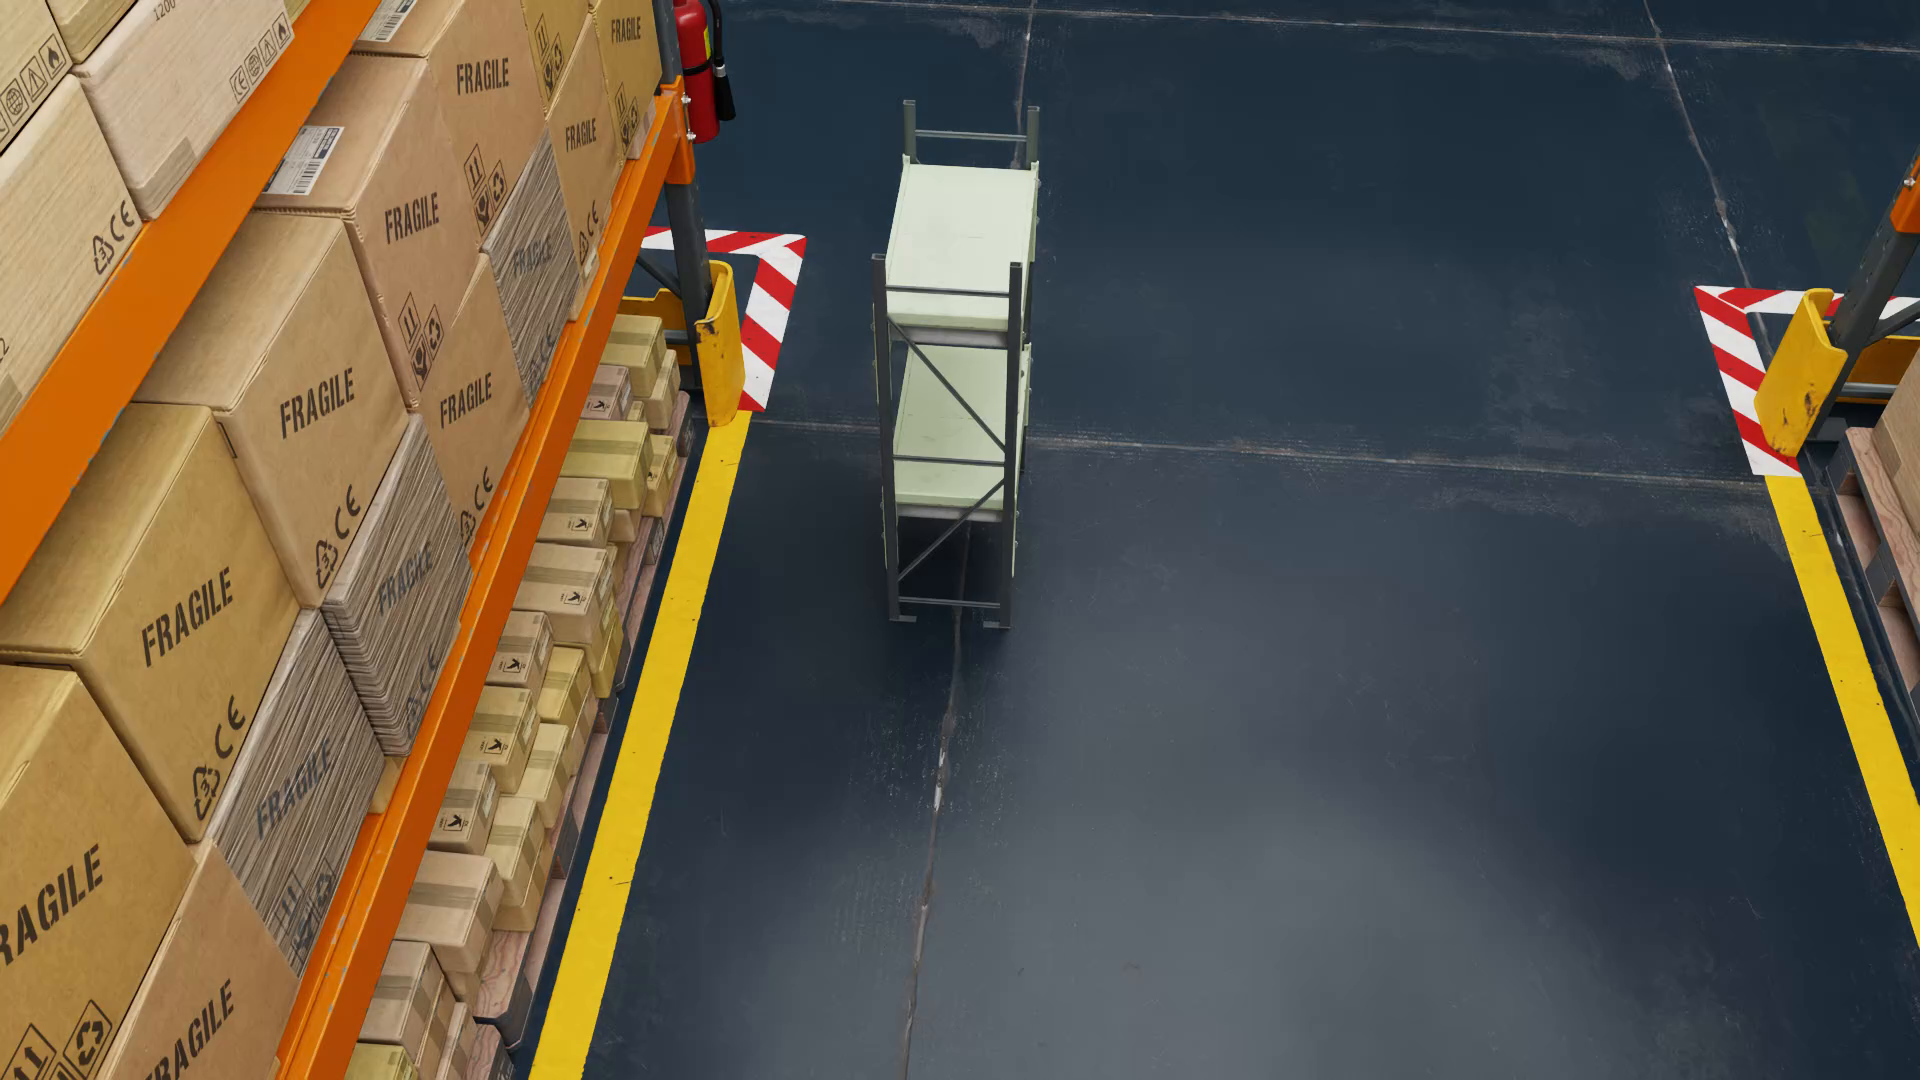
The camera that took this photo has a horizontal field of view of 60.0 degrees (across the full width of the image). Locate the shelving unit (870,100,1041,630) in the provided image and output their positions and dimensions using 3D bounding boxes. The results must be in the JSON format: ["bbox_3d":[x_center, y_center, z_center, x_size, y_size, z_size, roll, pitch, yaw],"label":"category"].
[{"bbox_3d":[-0.001,-0.501,5.192,0.431,1.500,0.755,4,48,4],"label":"shelving unit"}]

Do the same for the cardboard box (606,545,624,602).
[{"bbox_3d":[-1.282,0.142,5.235,0.380,0.149,0.250,4,48,4],"label":"cardboard box"}]

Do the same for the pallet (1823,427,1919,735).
[{"bbox_3d":[3.543,0.147,5.473,1.003,0.211,1.213,4,48,4],"label":"pallet"}]

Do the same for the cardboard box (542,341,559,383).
[{"bbox_3d":[-1.270,-0.556,4.396,0.380,0.149,0.250,2,48,2],"label":"cardboard box"}]

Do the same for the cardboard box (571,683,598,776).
[{"bbox_3d":[-1.288,0.533,4.877,0.380,0.149,0.250,5,48,4],"label":"cardboard box"}]

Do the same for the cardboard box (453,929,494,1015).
[{"bbox_3d":[-1.453,1.096,4.362,0.380,0.149,0.250,2,48,2],"label":"cardboard box"}]

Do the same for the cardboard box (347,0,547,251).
[{"bbox_3d":[-1.279,-1.009,3.693,0.500,0.500,0.500,6,48,5],"label":"cardboard box"}]

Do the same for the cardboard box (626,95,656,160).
[{"bbox_3d":[-1.148,-1.302,5.079,0.380,0.149,0.250,4,48,4],"label":"cardboard box"}]

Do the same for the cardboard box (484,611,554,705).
[{"bbox_3d":[-1.363,0.333,4.657,0.380,0.149,0.250,2,48,2],"label":"cardboard box"}]

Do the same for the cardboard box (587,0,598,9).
[{"bbox_3d":[-1.194,-1.764,4.384,0.500,0.500,0.500,3,48,3],"label":"cardboard box"}]

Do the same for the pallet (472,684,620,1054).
[{"bbox_3d":[-1.630,0.840,4.839,1.003,0.211,1.213,4,48,4],"label":"pallet"}]

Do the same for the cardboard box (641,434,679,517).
[{"bbox_3d":[-1.163,-0.229,5.574,0.380,0.149,0.250,5,48,5],"label":"cardboard box"}]

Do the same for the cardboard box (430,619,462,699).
[{"bbox_3d":[-1.341,0.221,3.685,0.380,0.149,0.250,6,48,5],"label":"cardboard box"}]

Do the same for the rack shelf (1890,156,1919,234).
[{"bbox_3d":[3.356,0.325,3.907,1.077,0.370,4.000,4,48,4],"label":"rack shelf"}]

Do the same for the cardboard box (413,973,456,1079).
[{"bbox_3d":[-1.466,1.197,4.068,0.380,0.149,0.250,2,48,2],"label":"cardboard box"}]

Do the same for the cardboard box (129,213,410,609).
[{"bbox_3d":[-1.372,-0.243,2.993,0.500,0.500,0.500,5,48,4],"label":"cardboard box"}]

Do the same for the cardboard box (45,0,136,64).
[{"bbox_3d":[-1.372,-0.909,2.279,0.500,0.250,0.500,5,48,4],"label":"cardboard box"}]

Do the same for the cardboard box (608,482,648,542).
[{"bbox_3d":[-1.210,-0.137,5.288,0.380,0.149,0.250,2,48,2],"label":"cardboard box"}]

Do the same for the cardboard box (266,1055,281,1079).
[{"bbox_3d":[-1.464,0.997,2.975,0.380,0.149,0.250,5,48,5],"label":"cardboard box"}]

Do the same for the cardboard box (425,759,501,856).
[{"bbox_3d":[-1.421,0.706,4.316,0.380,0.149,0.250,2,48,2],"label":"cardboard box"}]

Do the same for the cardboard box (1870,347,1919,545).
[{"bbox_3d":[3.578,-0.172,5.327,0.875,0.438,0.875,2,48,2],"label":"cardboard box"}]

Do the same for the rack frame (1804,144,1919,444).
[{"bbox_3d":[3.538,-1.387,4.986,1.000,3.000,0.127,4,48,4],"label":"rack frame"}]

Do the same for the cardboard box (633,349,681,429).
[{"bbox_3d":[-1.164,-0.519,5.637,0.380,0.149,0.250,3,48,2],"label":"cardboard box"}]

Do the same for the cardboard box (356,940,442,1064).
[{"bbox_3d":[-1.468,1.093,3.962,0.380,0.149,0.250,3,48,3],"label":"cardboard box"}]

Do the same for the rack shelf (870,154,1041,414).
[{"bbox_3d":[-0.001,-0.765,4.904,0.431,0.370,0.720,4,48,4],"label":"rack shelf"}]

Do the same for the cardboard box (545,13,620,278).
[{"bbox_3d":[-1.237,-1.054,4.412,0.500,0.500,0.500,3,48,3],"label":"cardboard box"}]

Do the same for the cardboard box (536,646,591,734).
[{"bbox_3d":[-1.286,0.432,4.768,0.380,0.149,0.250,6,48,5],"label":"cardboard box"}]

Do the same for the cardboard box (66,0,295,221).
[{"bbox_3d":[-1.356,-0.741,2.464,0.500,0.250,0.500,6,48,5],"label":"cardboard box"}]

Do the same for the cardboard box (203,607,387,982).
[{"bbox_3d":[-1.431,0.448,3.038,0.500,0.500,0.500,4,48,4],"label":"cardboard box"}]

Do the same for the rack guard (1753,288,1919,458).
[{"bbox_3d":[3.541,-0.561,5.924,1.175,0.500,0.348,4,48,4],"label":"rack guard"}]

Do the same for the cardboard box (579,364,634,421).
[{"bbox_3d":[-1.276,-0.439,5.363,0.380,0.149,0.250,5,48,4],"label":"cardboard box"}]

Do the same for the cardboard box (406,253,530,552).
[{"bbox_3d":[-1.329,-0.315,3.736,0.500,0.500,0.500,6,48,5],"label":"cardboard box"}]

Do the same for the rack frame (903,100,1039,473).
[{"bbox_3d":[0.033,-0.770,5.438,0.400,1.500,0.023,4,48,4],"label":"rack frame"}]

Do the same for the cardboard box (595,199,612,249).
[{"bbox_3d":[-1.216,-0.937,4.744,0.380,0.149,0.250,3,48,3],"label":"cardboard box"}]

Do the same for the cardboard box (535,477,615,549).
[{"bbox_3d":[-1.260,-0.054,5.011,0.380,0.149,0.250,2,48,2],"label":"cardboard box"}]

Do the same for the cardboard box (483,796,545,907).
[{"bbox_3d":[-1.331,0.815,4.417,0.380,0.149,0.250,4,48,3],"label":"cardboard box"}]

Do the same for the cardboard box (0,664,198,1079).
[{"bbox_3d":[-1.481,0.507,2.307,0.500,0.500,0.500,5,48,4],"label":"cardboard box"}]
